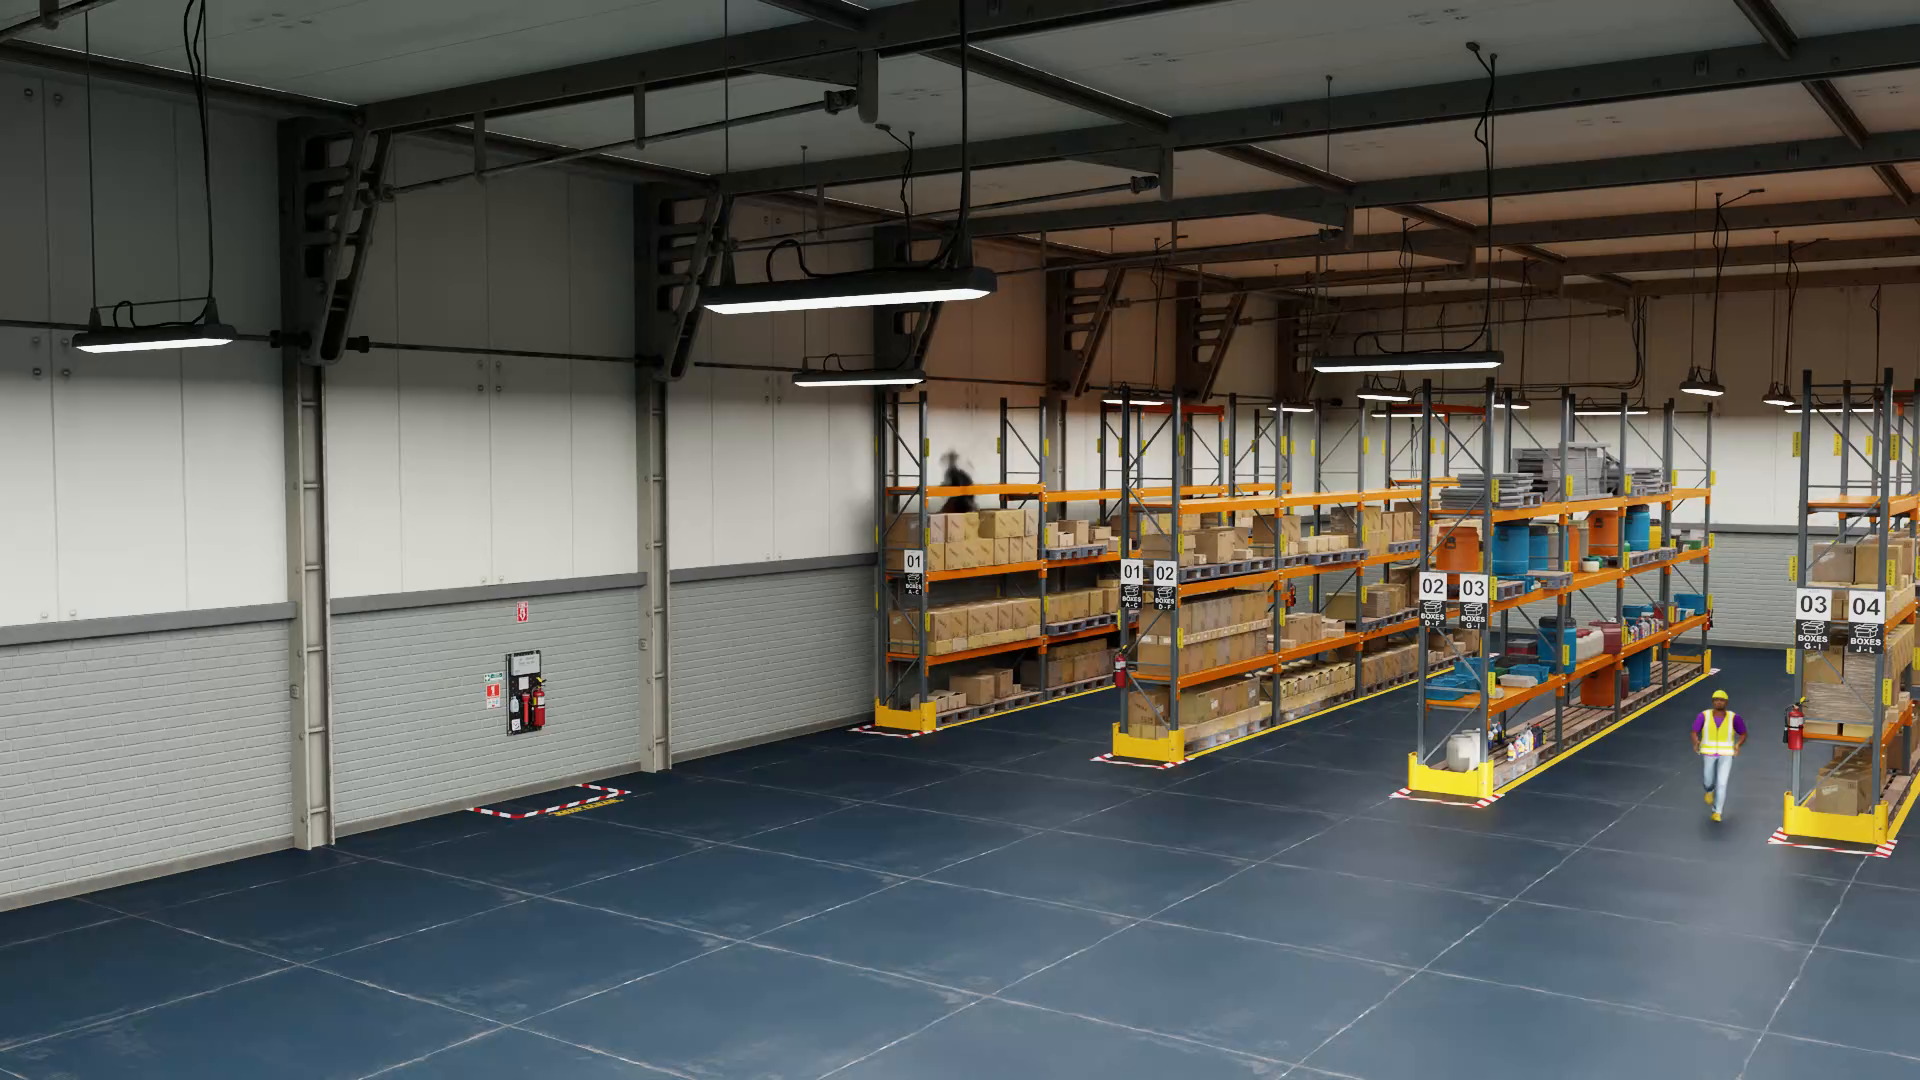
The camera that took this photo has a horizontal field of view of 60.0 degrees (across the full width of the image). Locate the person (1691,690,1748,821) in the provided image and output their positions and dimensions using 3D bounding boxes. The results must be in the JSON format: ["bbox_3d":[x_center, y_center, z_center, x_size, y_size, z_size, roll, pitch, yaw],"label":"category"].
[{"bbox_3d":[10.237,2.892,22.453,0.697,1.720,0.772,2,4,27],"label":"person"}]
